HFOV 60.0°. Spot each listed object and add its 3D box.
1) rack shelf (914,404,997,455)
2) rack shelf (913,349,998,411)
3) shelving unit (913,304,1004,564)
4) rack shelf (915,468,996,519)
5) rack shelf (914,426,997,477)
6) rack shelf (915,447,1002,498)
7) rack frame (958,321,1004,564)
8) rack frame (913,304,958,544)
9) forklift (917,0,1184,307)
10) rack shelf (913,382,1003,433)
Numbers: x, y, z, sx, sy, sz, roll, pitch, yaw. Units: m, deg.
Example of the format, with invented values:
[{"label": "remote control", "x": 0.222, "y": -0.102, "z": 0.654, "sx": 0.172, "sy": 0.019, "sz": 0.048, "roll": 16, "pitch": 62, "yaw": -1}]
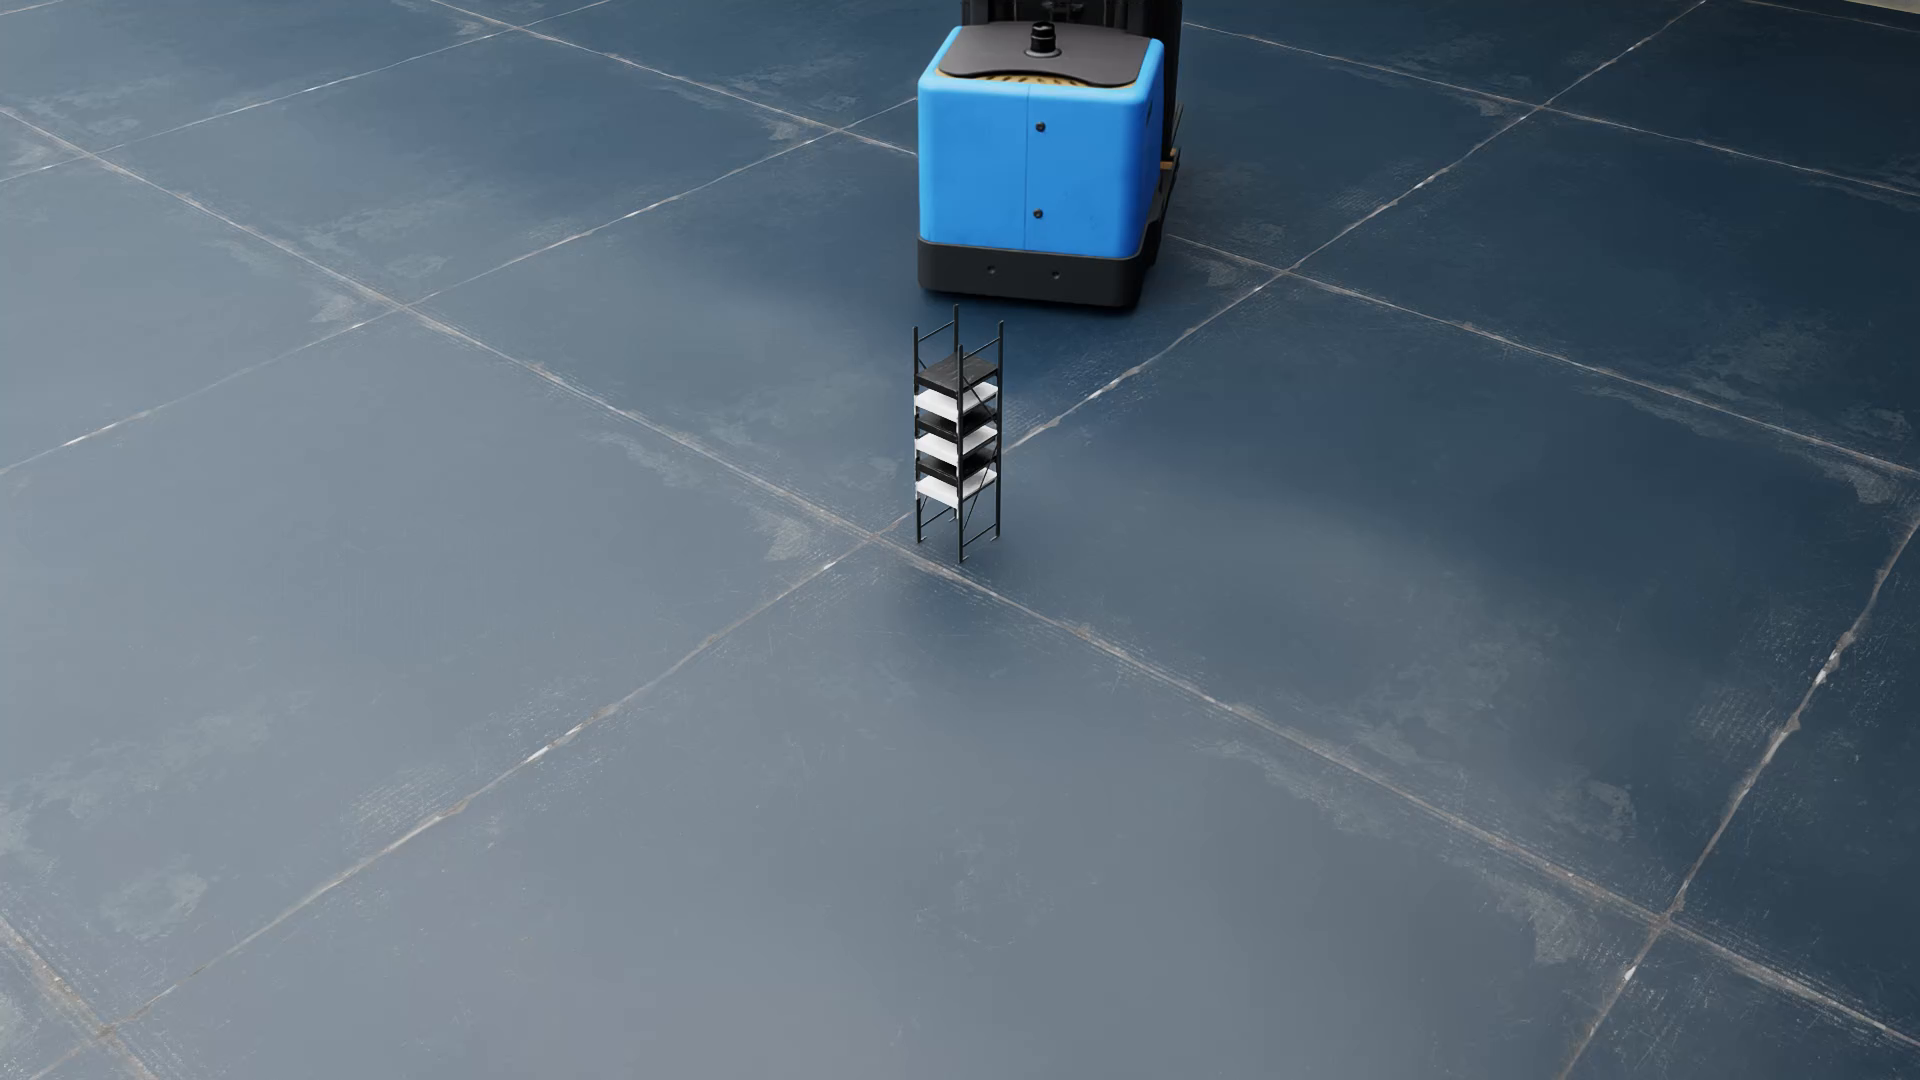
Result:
[{"label": "rack shelf", "x": -0.006, "y": -0.421, "z": 5.967, "sx": 0.200, "sy": 0.077, "sz": 0.258, "roll": 25, "pitch": 42, "yaw": 32}, {"label": "rack shelf", "x": -0.006, "y": -0.569, "z": 5.866, "sx": 0.200, "sy": 0.077, "sz": 0.258, "roll": 25, "pitch": 42, "yaw": 32}, {"label": "shelving unit", "x": -0.006, "y": -0.374, "z": 6.000, "sx": 0.210, "sy": 0.900, "sz": 0.258, "roll": 25, "pitch": 42, "yaw": 32}, {"label": "rack shelf", "x": -0.006, "y": -0.198, "z": 6.120, "sx": 0.200, "sy": 0.077, "sz": 0.258, "roll": 25, "pitch": 42, "yaw": 32}, {"label": "rack shelf", "x": -0.006, "y": -0.346, "z": 6.018, "sx": 0.200, "sy": 0.077, "sz": 0.258, "roll": 25, "pitch": 42, "yaw": 32}, {"label": "rack shelf", "x": -0.006, "y": -0.272, "z": 6.069, "sx": 0.200, "sy": 0.077, "sz": 0.258, "roll": 25, "pitch": 42, "yaw": 32}, {"label": "rack frame", "x": 0.072, "y": -0.337, "z": 5.946, "sx": 0.006, "sy": 0.900, "sz": 0.240, "roll": 25, "pitch": 42, "yaw": 32}, {"label": "rack frame", "x": -0.084, "y": -0.411, "z": 6.053, "sx": 0.006, "sy": 0.900, "sz": 0.240, "roll": 25, "pitch": 42, "yaw": 32}, {"label": "forklift", "x": 0.599, "y": -3.116, "z": 8.198, "sx": 1.130, "sy": 2.935, "sz": 3.031, "roll": 7, "pitch": 35, "yaw": 10}, {"label": "rack shelf", "x": -0.006, "y": -0.495, "z": 5.917, "sx": 0.200, "sy": 0.077, "sz": 0.258, "roll": 25, "pitch": 42, "yaw": 32}]
